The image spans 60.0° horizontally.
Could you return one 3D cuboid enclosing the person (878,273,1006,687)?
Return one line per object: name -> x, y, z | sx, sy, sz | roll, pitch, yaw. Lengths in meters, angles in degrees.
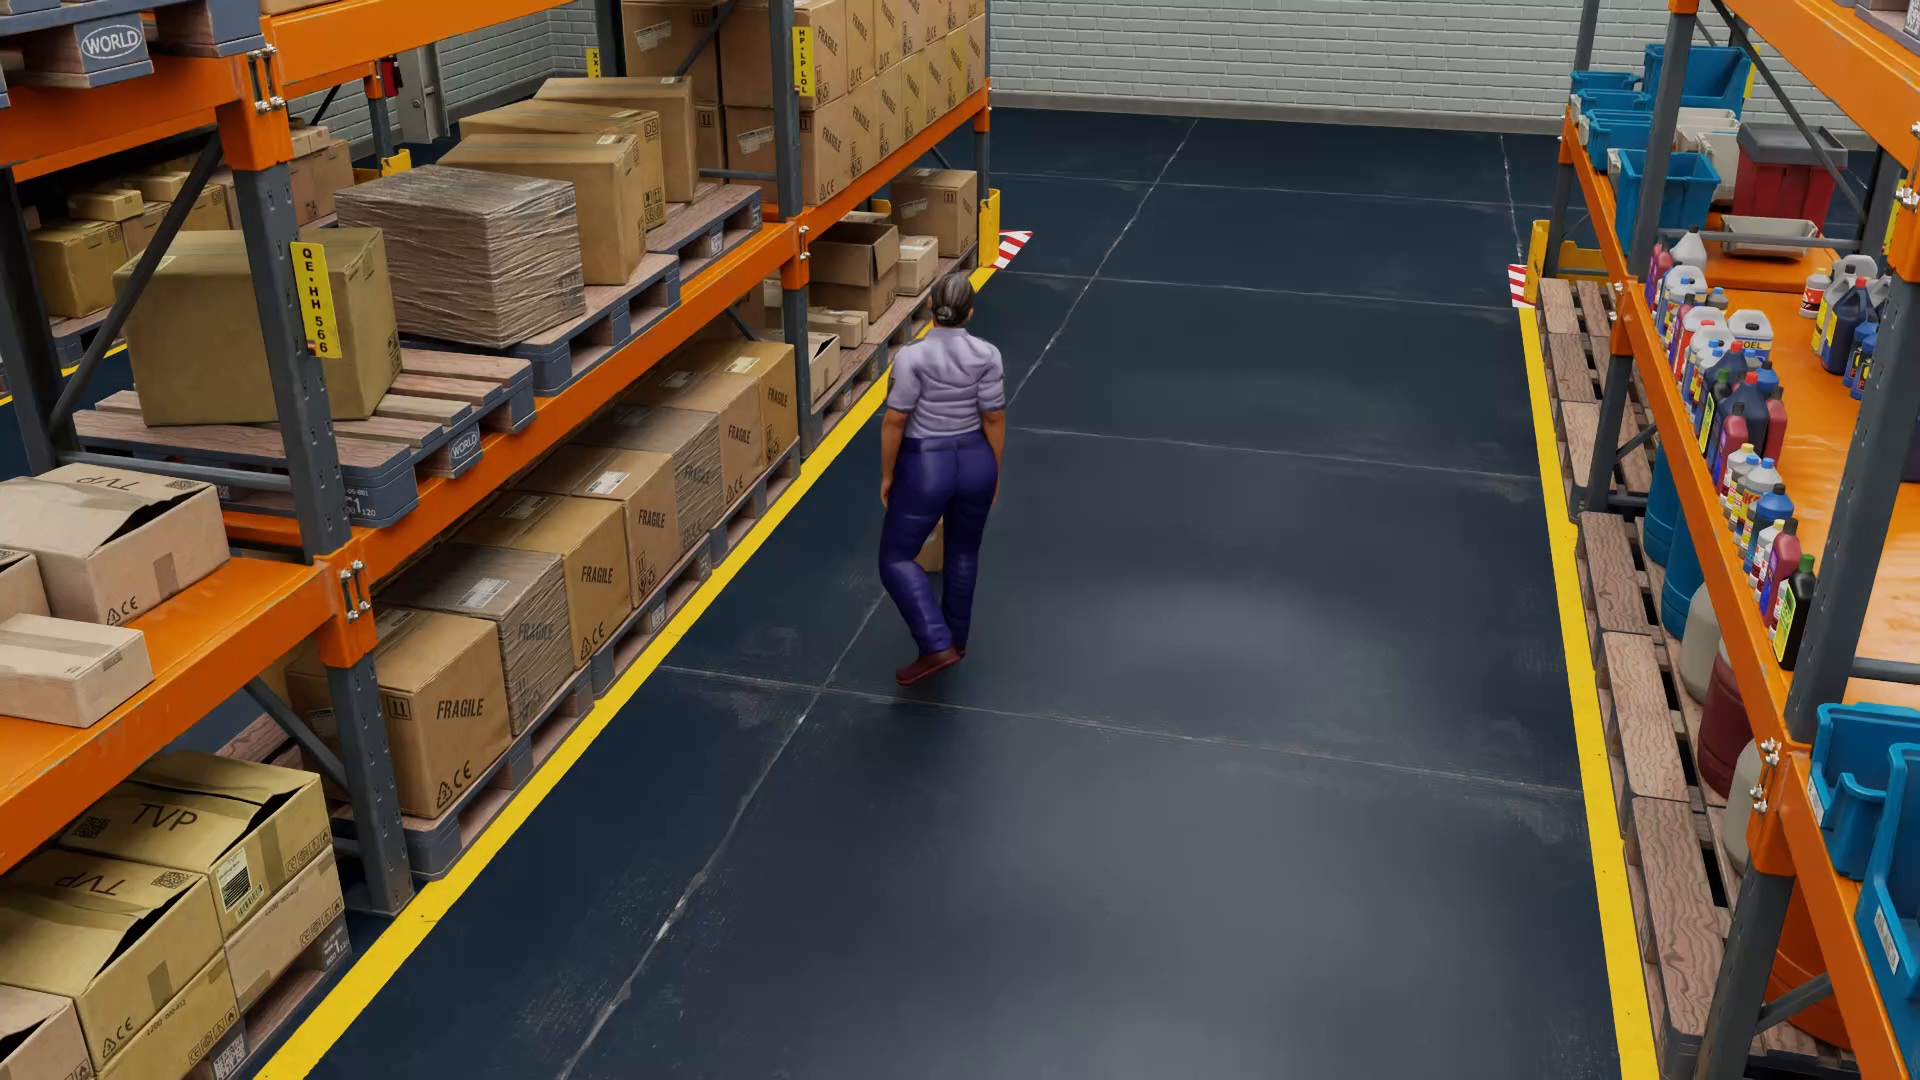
person -> -0.060, -0.215, 6.551 | 0.539, 1.640, 0.639 | -10, 27, -20
